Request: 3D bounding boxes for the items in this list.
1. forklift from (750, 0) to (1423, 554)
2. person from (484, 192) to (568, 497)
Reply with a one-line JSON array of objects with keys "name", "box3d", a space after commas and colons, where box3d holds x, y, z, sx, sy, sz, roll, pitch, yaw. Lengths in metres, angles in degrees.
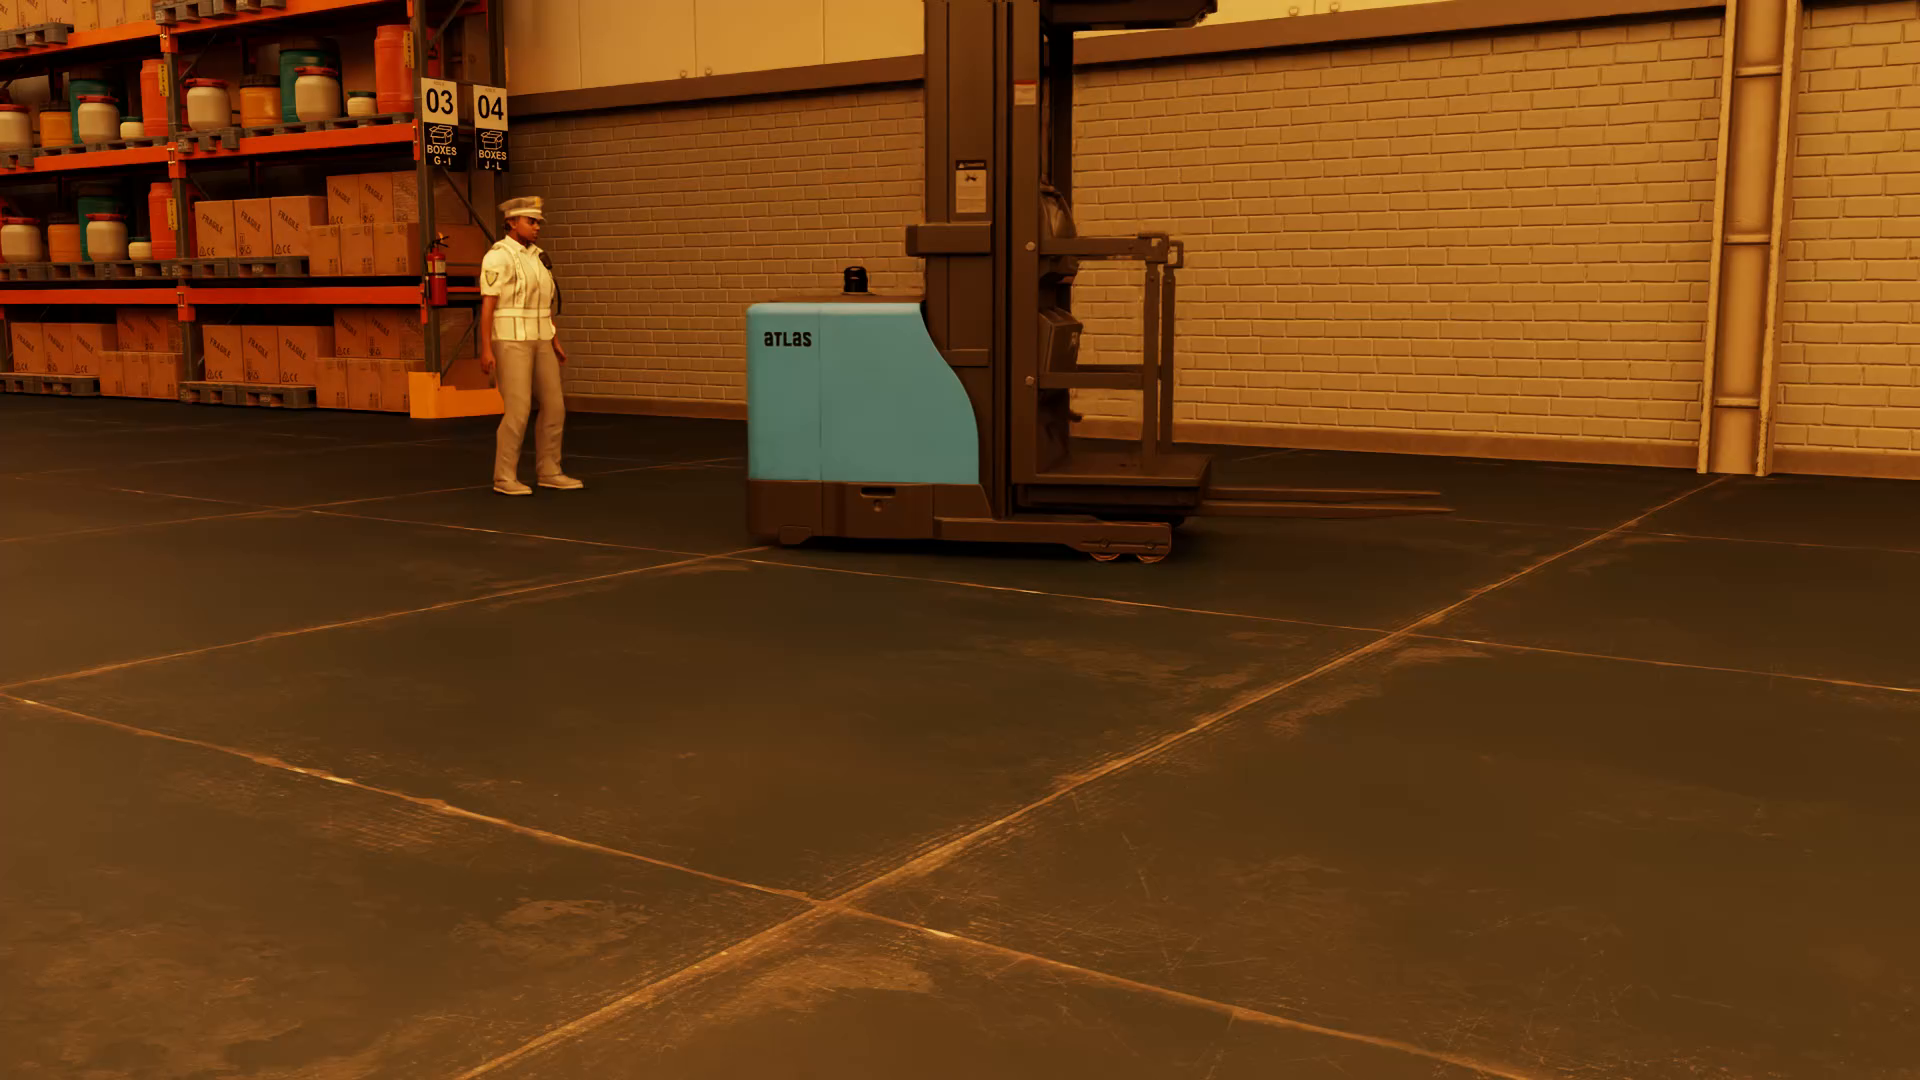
[{"name": "forklift", "box3d": [0.575, -1.467, 7.512, 3.031, 2.935, 1.130, -1, 8, -9]}, {"name": "person", "box3d": [-2.465, -1.106, 9.407, 0.337, 1.688, 0.465, 4, 9, 26]}]
